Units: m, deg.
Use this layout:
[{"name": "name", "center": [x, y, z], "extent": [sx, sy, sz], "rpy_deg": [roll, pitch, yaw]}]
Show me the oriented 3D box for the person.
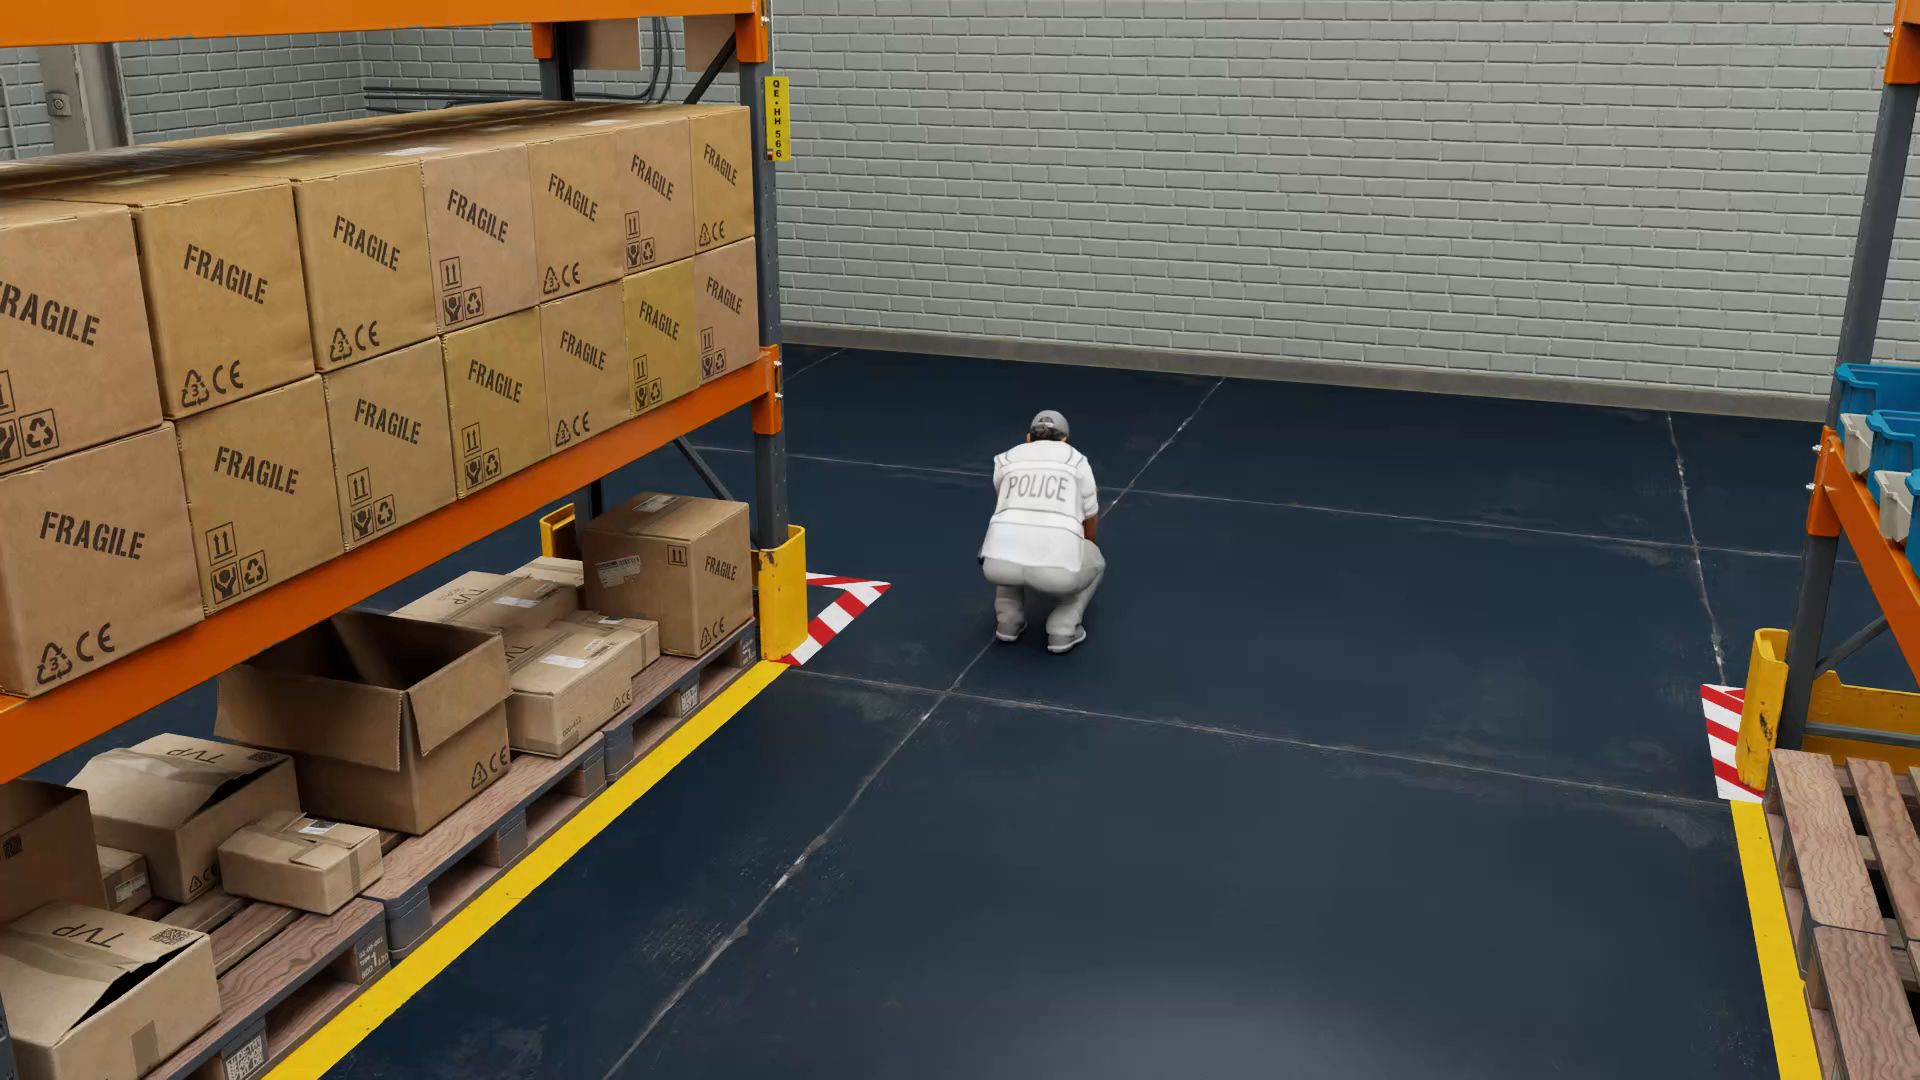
[{"name": "person", "center": [0.371, -0.040, 7.305], "extent": [0.505, 0.956, 0.858], "rpy_deg": [6, 20, 17]}]
